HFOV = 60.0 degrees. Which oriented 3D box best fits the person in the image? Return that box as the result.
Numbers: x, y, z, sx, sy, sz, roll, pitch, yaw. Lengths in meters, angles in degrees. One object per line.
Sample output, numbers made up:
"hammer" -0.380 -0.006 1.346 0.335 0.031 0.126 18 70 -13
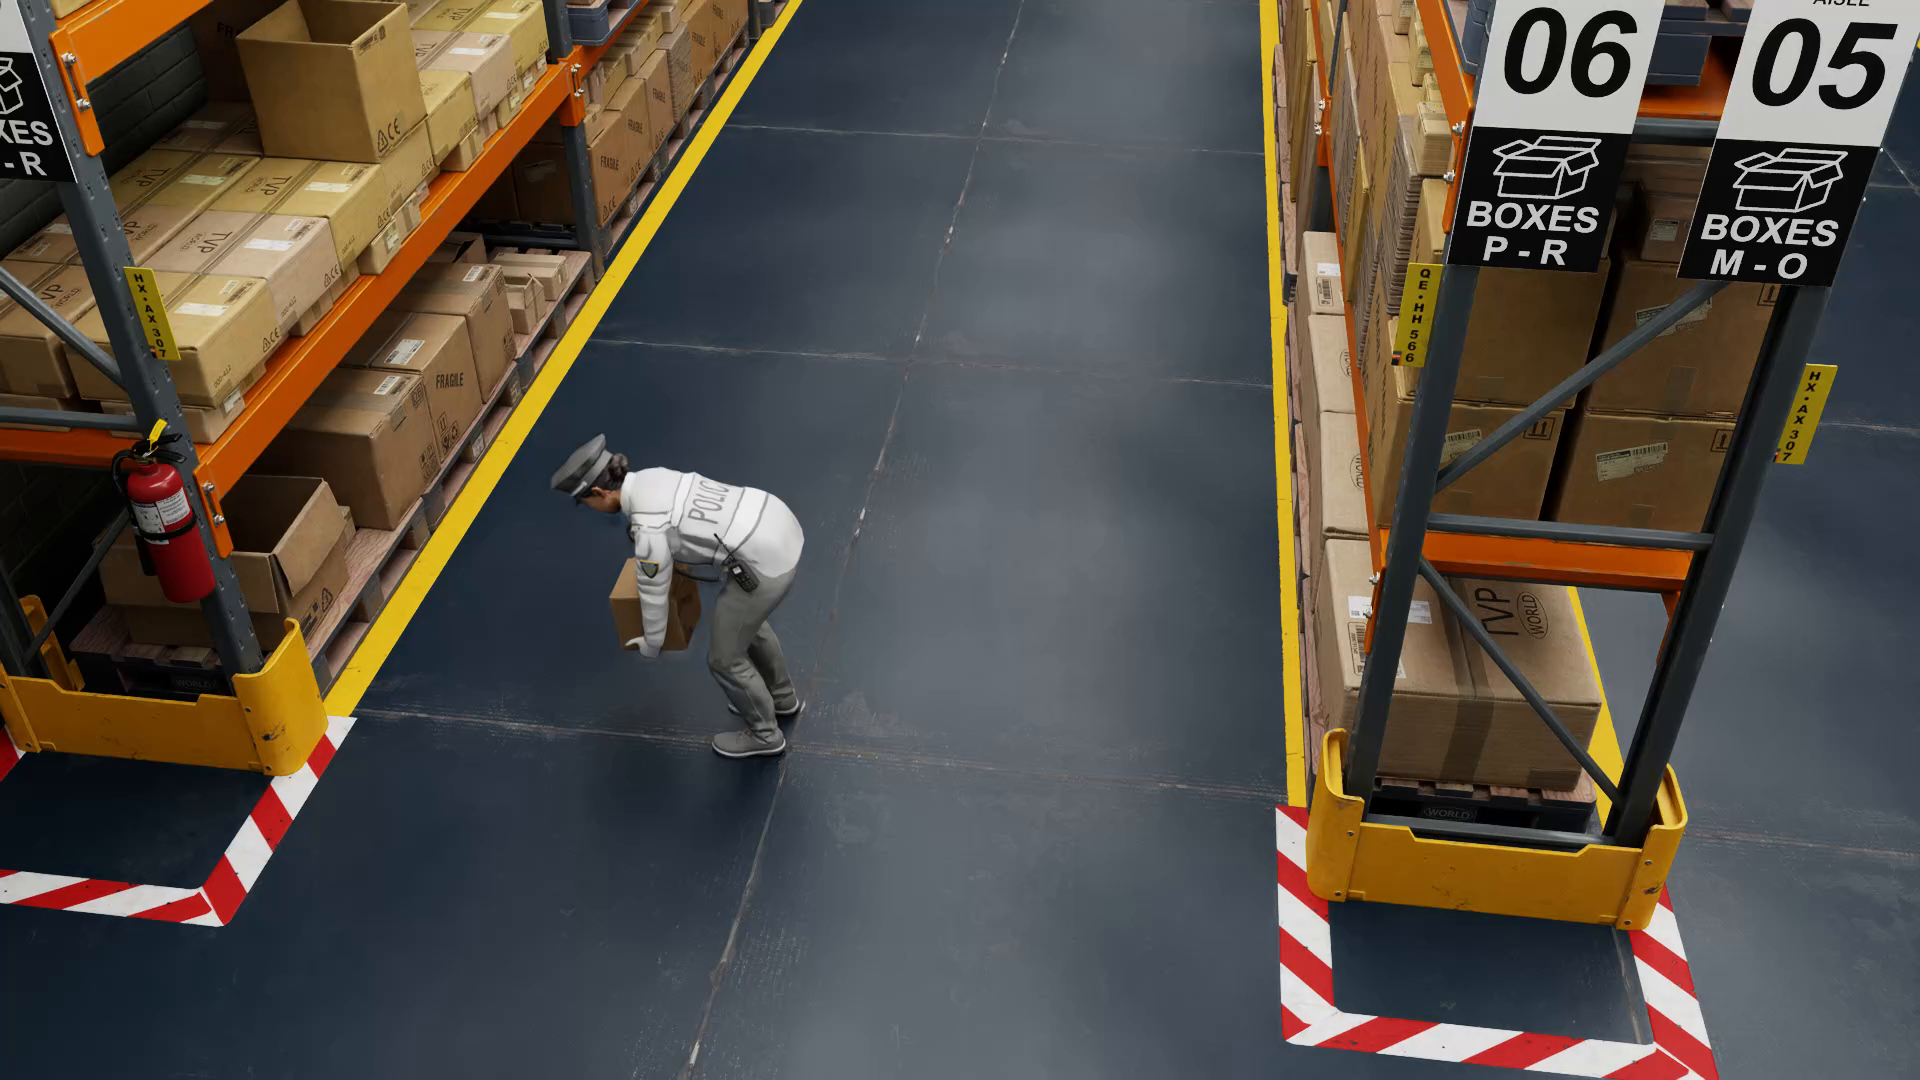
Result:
"person" -1.013 0.204 6.178 0.887 1.306 0.406 3 36 5
